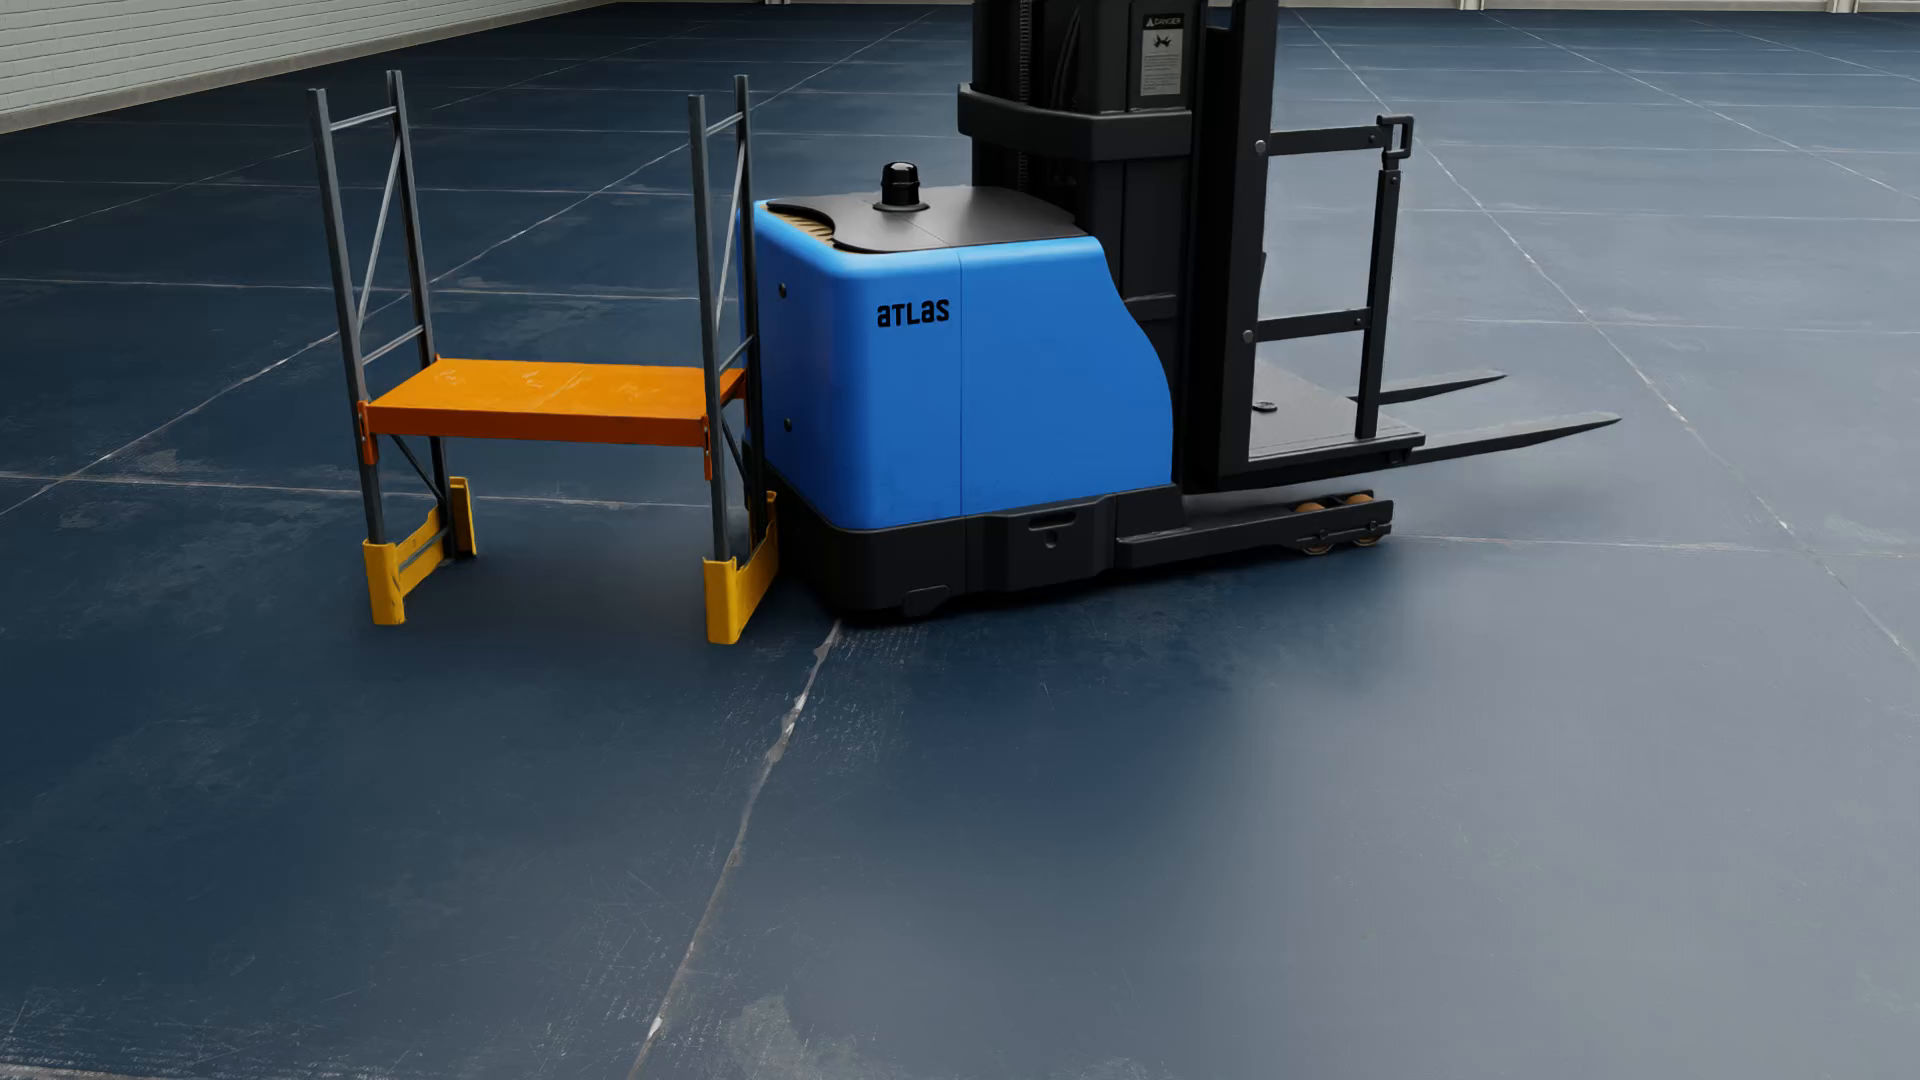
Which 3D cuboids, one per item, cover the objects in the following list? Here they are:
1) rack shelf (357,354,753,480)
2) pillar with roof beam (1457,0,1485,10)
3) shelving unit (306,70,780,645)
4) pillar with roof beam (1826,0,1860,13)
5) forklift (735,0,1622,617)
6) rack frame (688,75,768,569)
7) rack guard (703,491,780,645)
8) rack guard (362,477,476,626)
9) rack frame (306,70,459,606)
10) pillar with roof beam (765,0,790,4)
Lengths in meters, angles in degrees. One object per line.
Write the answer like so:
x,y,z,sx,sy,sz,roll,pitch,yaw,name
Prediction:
-1.143,-0.366,4.815,1.000,0.185,0.538,3,22,7,rack shelf
8.167,-11.638,22.637,0.400,9.000,9.100,2,22,6,pillar with roof beam
-1.134,-0.533,4.748,1.083,1.500,0.587,3,22,7,shelving unit
14.125,-11.378,21.980,0.400,9.000,9.100,2,22,6,pillar with roof beam
0.847,-1.481,5.200,3.031,2.935,1.130,-9,23,-22,forklift
-0.639,-0.509,4.688,0.032,1.500,0.500,3,22,7,rack frame
-0.640,0.072,4.918,0.087,0.250,0.587,3,22,7,rack guard
-1.628,0.025,5.036,0.087,0.250,0.587,3,22,7,rack guard
-1.647,-0.557,4.809,0.032,1.500,0.500,3,22,7,rack frame
-3.749,-12.157,23.950,0.400,9.000,9.100,2,22,6,pillar with roof beam
